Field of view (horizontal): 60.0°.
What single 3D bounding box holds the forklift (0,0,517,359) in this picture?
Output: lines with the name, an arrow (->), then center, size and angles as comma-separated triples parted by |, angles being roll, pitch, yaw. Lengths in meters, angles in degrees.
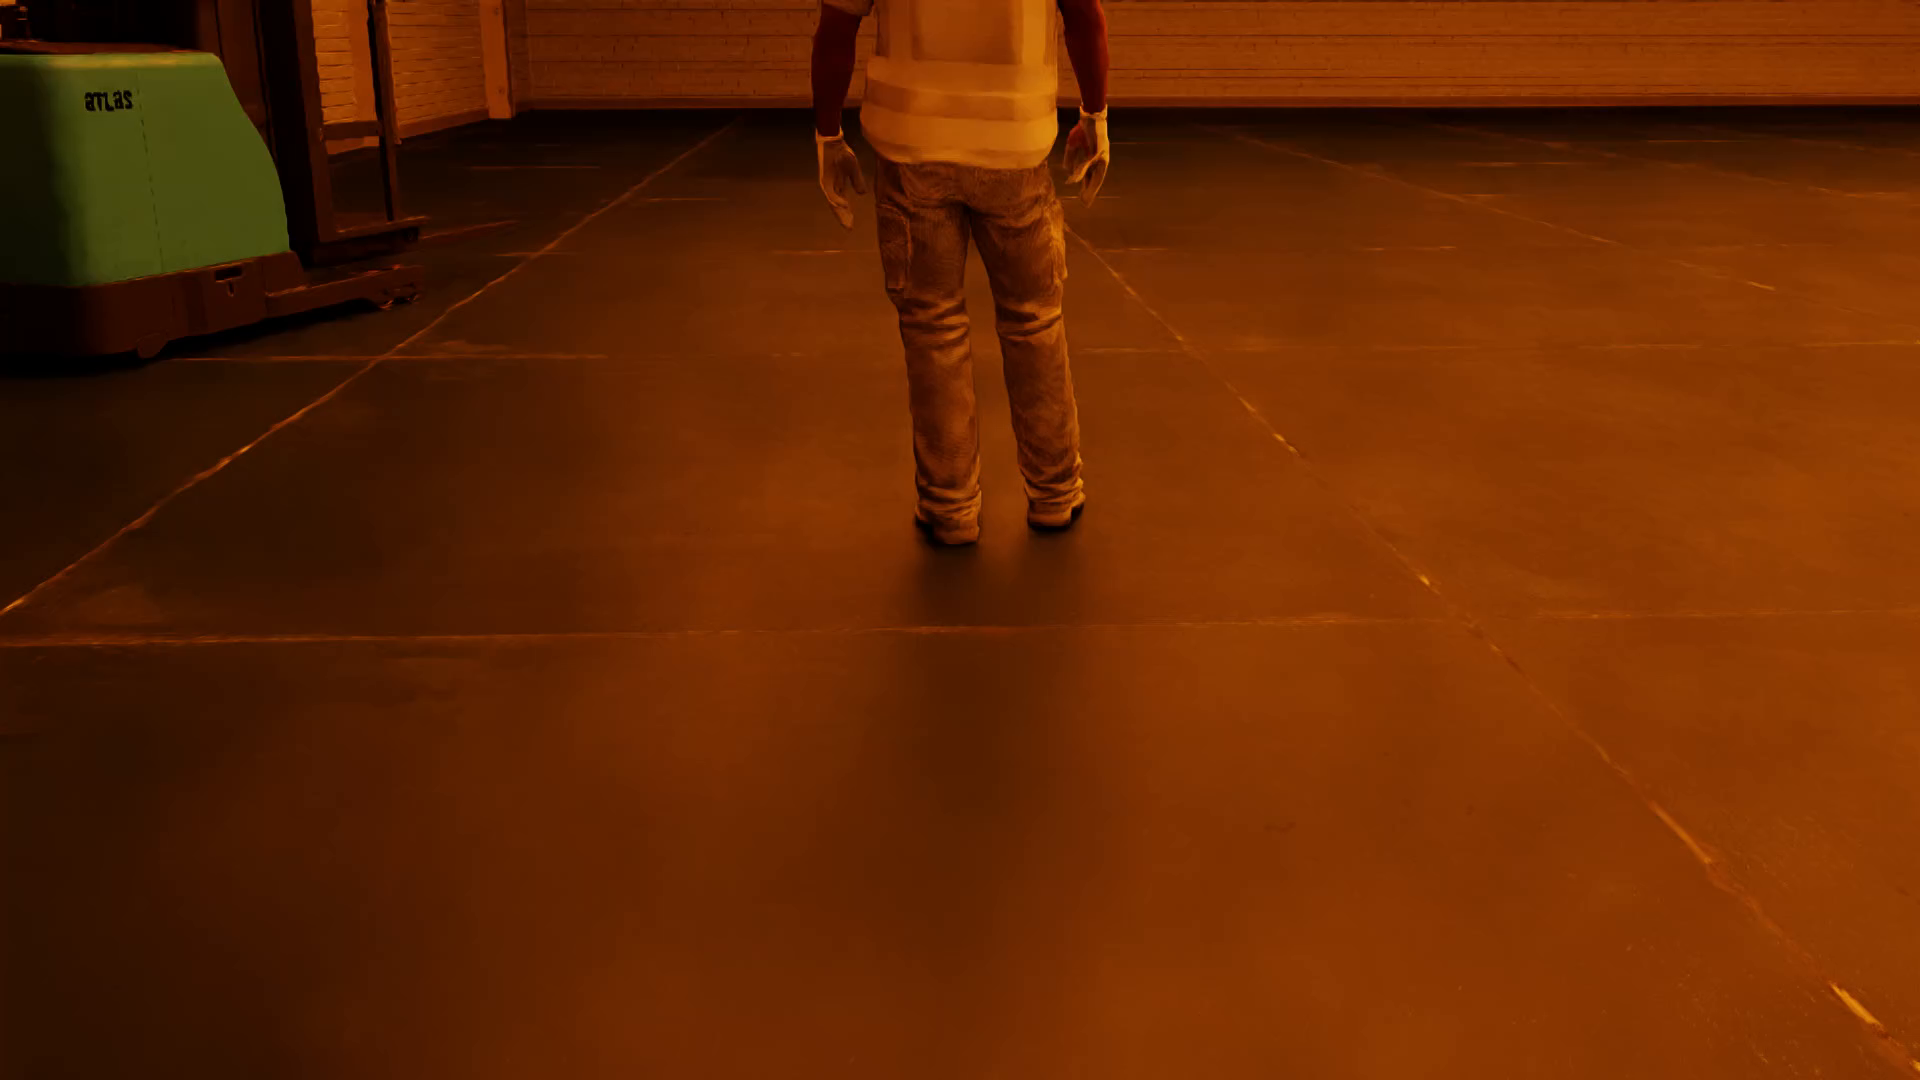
forklift -> -3.024, -2.428, 6.845 | 1.130, 2.935, 3.031 | 5, 18, 16

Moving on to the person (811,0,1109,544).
person -> 0.004, -0.881, 3.724 | 0.655, 1.782, 0.576 | -1, 17, -3
